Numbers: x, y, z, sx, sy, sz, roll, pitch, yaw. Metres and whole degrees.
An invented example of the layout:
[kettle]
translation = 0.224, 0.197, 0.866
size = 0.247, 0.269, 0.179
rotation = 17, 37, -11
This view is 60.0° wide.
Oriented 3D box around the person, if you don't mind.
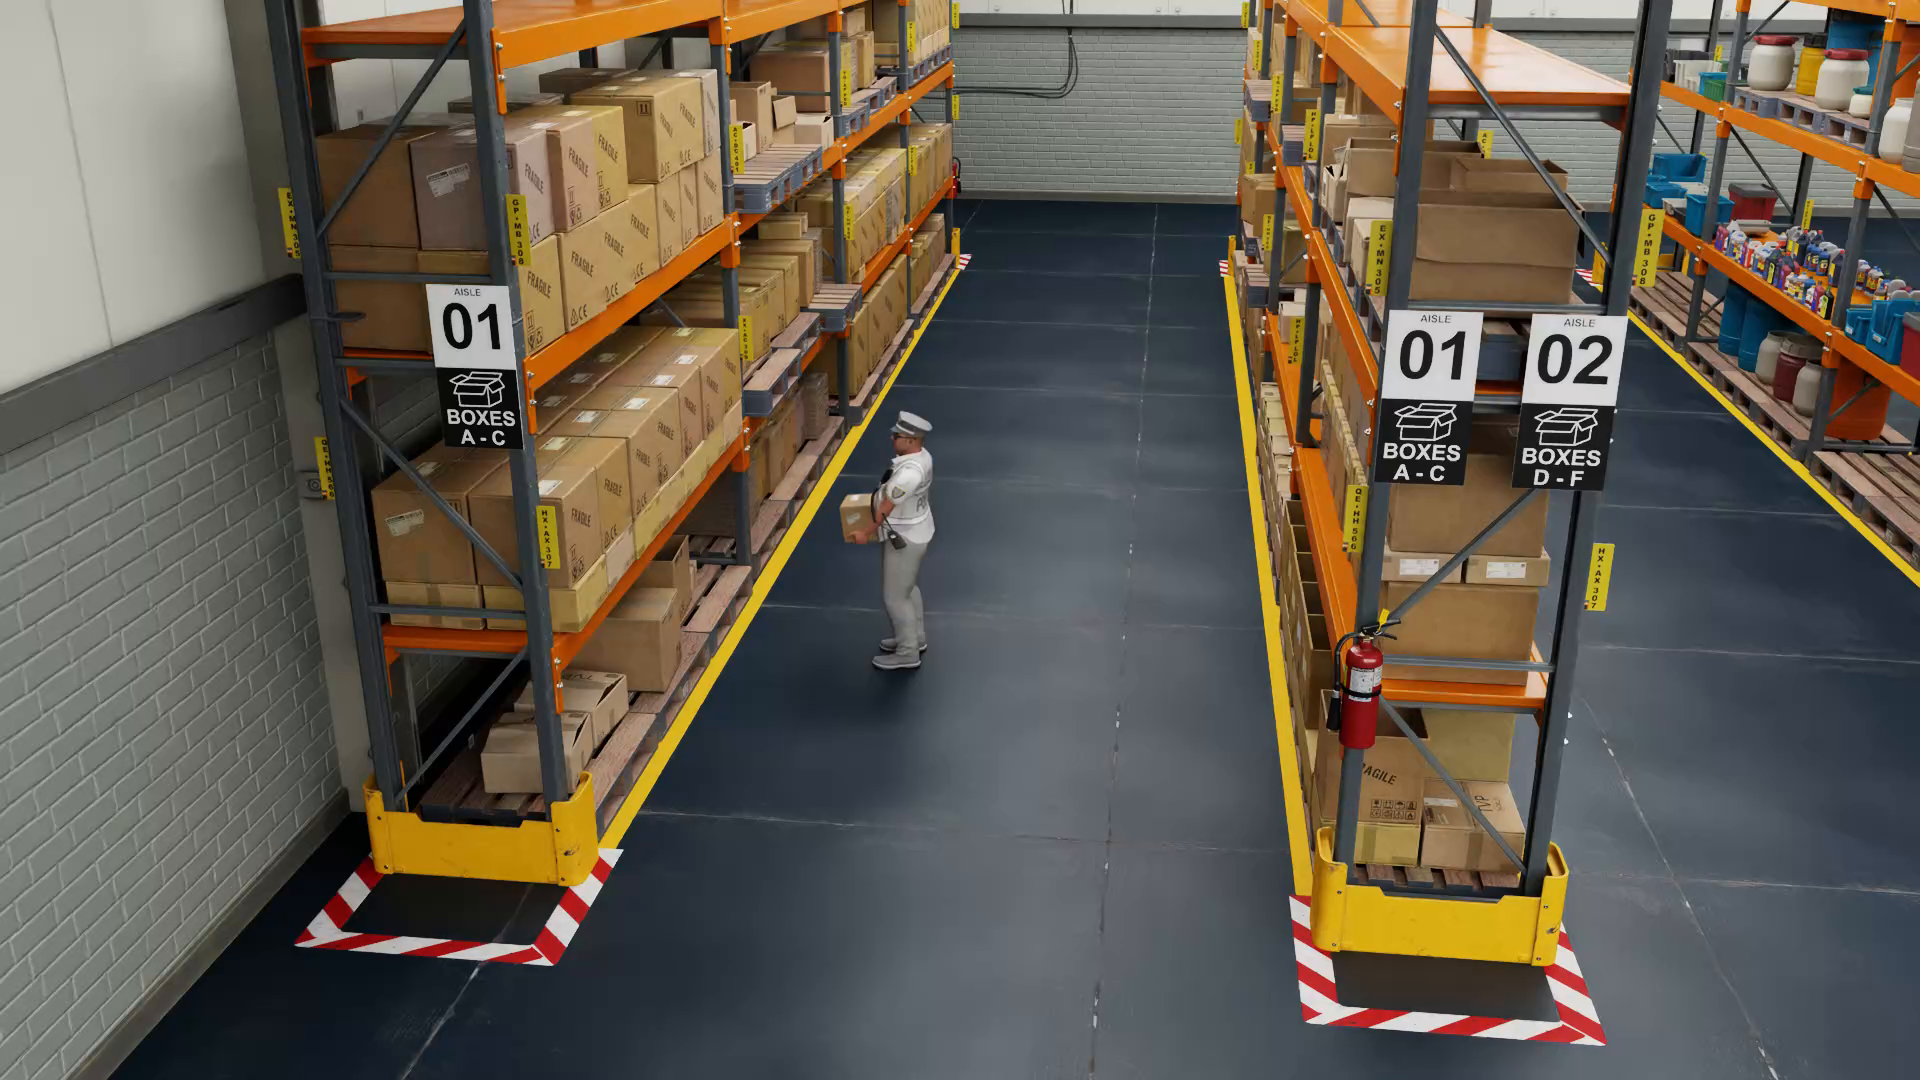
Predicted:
[person]
translation = -0.457, -0.015, 11.092
size = 0.563, 1.767, 0.494
rotation = 3, 21, 7
